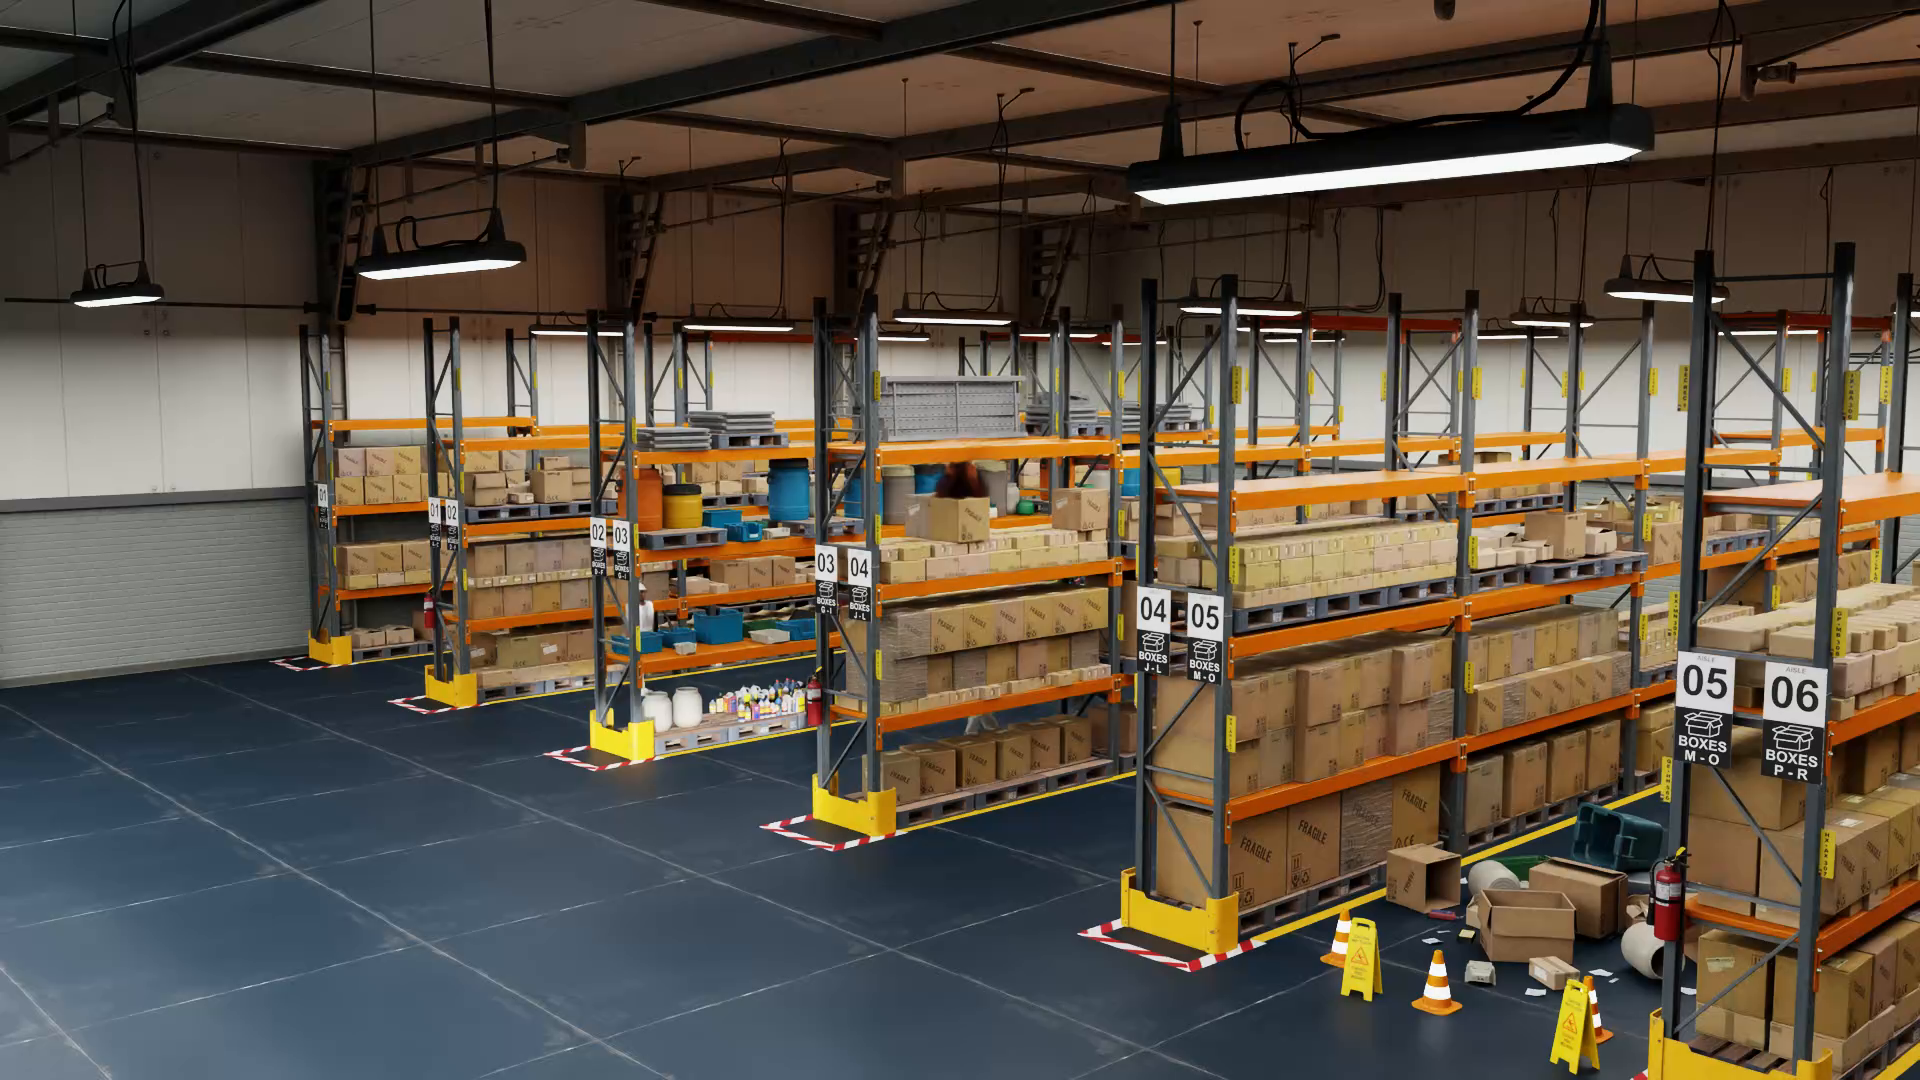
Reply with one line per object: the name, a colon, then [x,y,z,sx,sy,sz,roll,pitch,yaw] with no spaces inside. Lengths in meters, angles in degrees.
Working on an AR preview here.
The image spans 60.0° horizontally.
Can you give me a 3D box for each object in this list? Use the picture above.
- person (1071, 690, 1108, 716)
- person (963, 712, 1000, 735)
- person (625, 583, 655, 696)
person: [1.983,1.860,25.045,0.744,1.672,0.615,-4,7,-36]
person: [0.196,2.028,22.352,1.105,1.706,0.571,-4,7,-37]
person: [-5.034,1.587,26.620,0.569,1.783,0.574,3,6,27]
